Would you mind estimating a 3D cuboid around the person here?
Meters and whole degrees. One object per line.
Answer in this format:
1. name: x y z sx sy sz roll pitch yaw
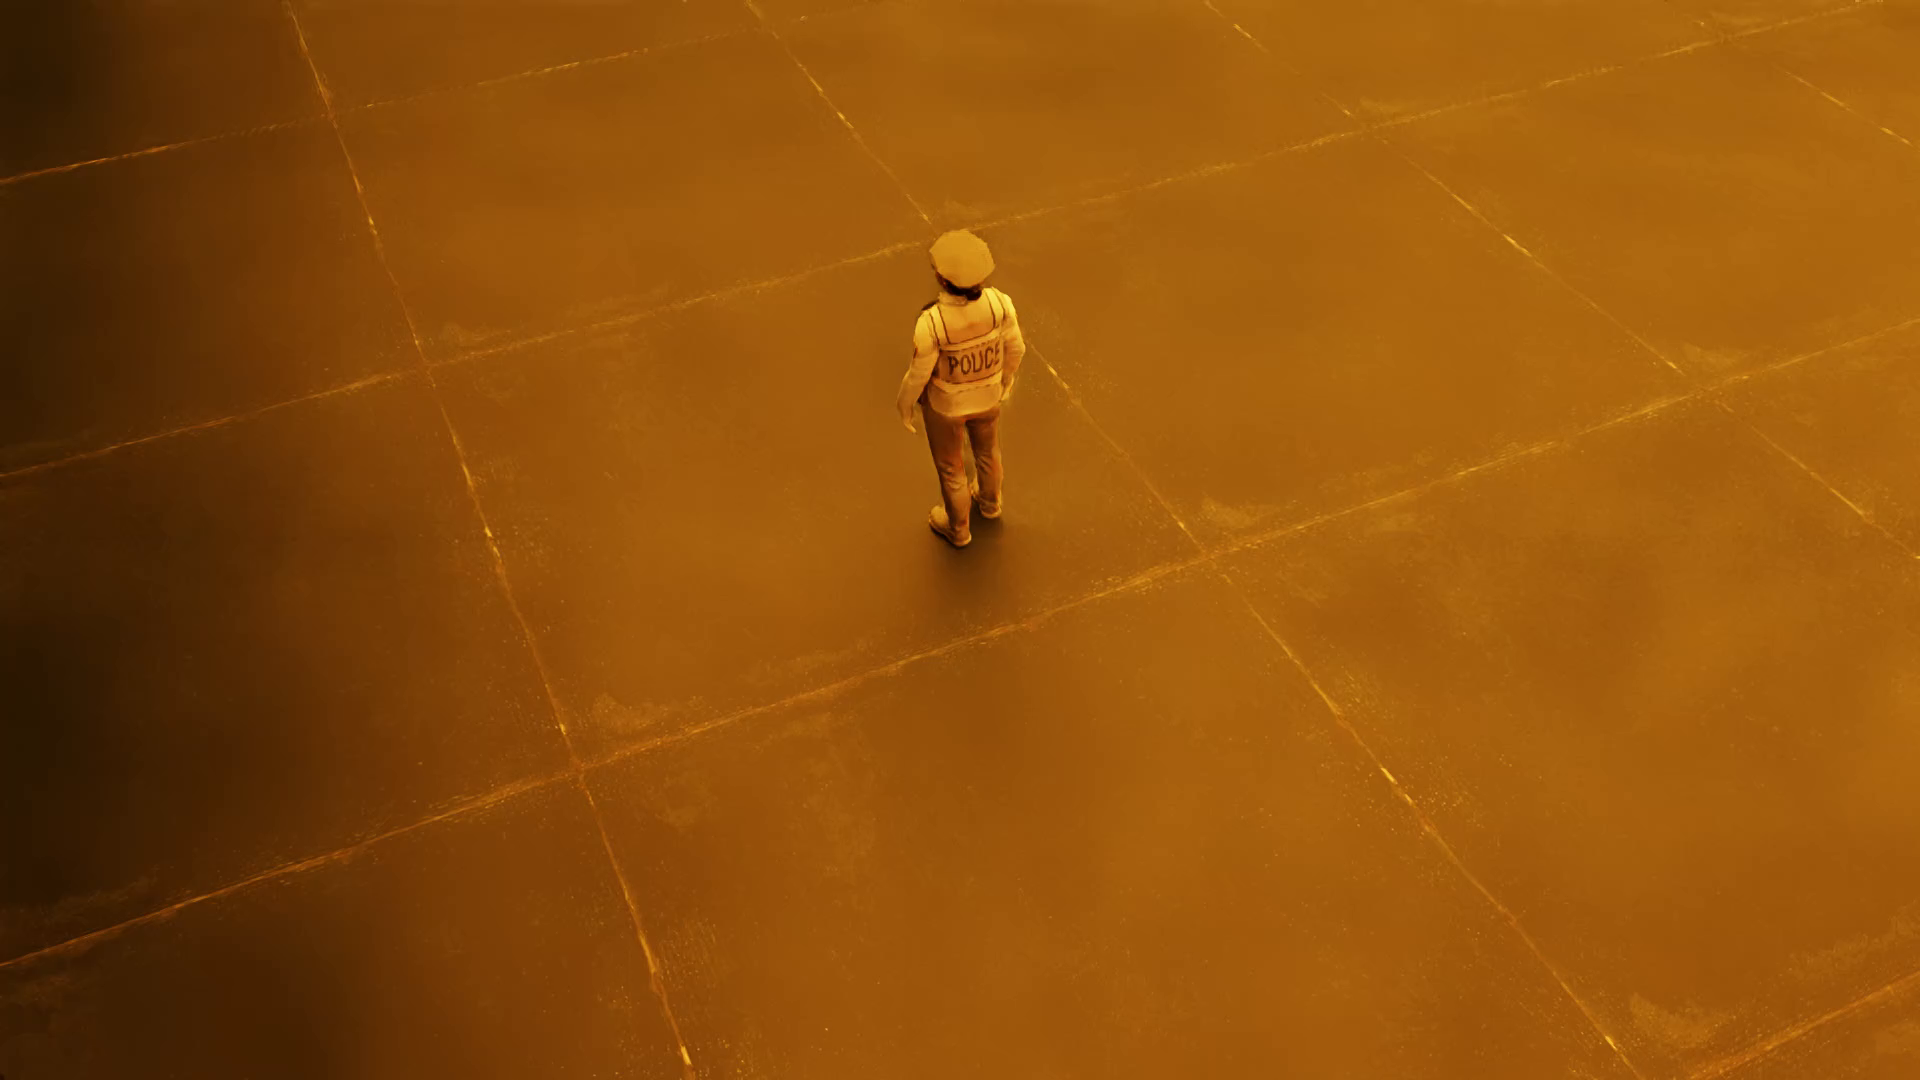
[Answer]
1. person: -0.022 -0.669 7.292 0.586 1.695 0.532 -18 46 -18
